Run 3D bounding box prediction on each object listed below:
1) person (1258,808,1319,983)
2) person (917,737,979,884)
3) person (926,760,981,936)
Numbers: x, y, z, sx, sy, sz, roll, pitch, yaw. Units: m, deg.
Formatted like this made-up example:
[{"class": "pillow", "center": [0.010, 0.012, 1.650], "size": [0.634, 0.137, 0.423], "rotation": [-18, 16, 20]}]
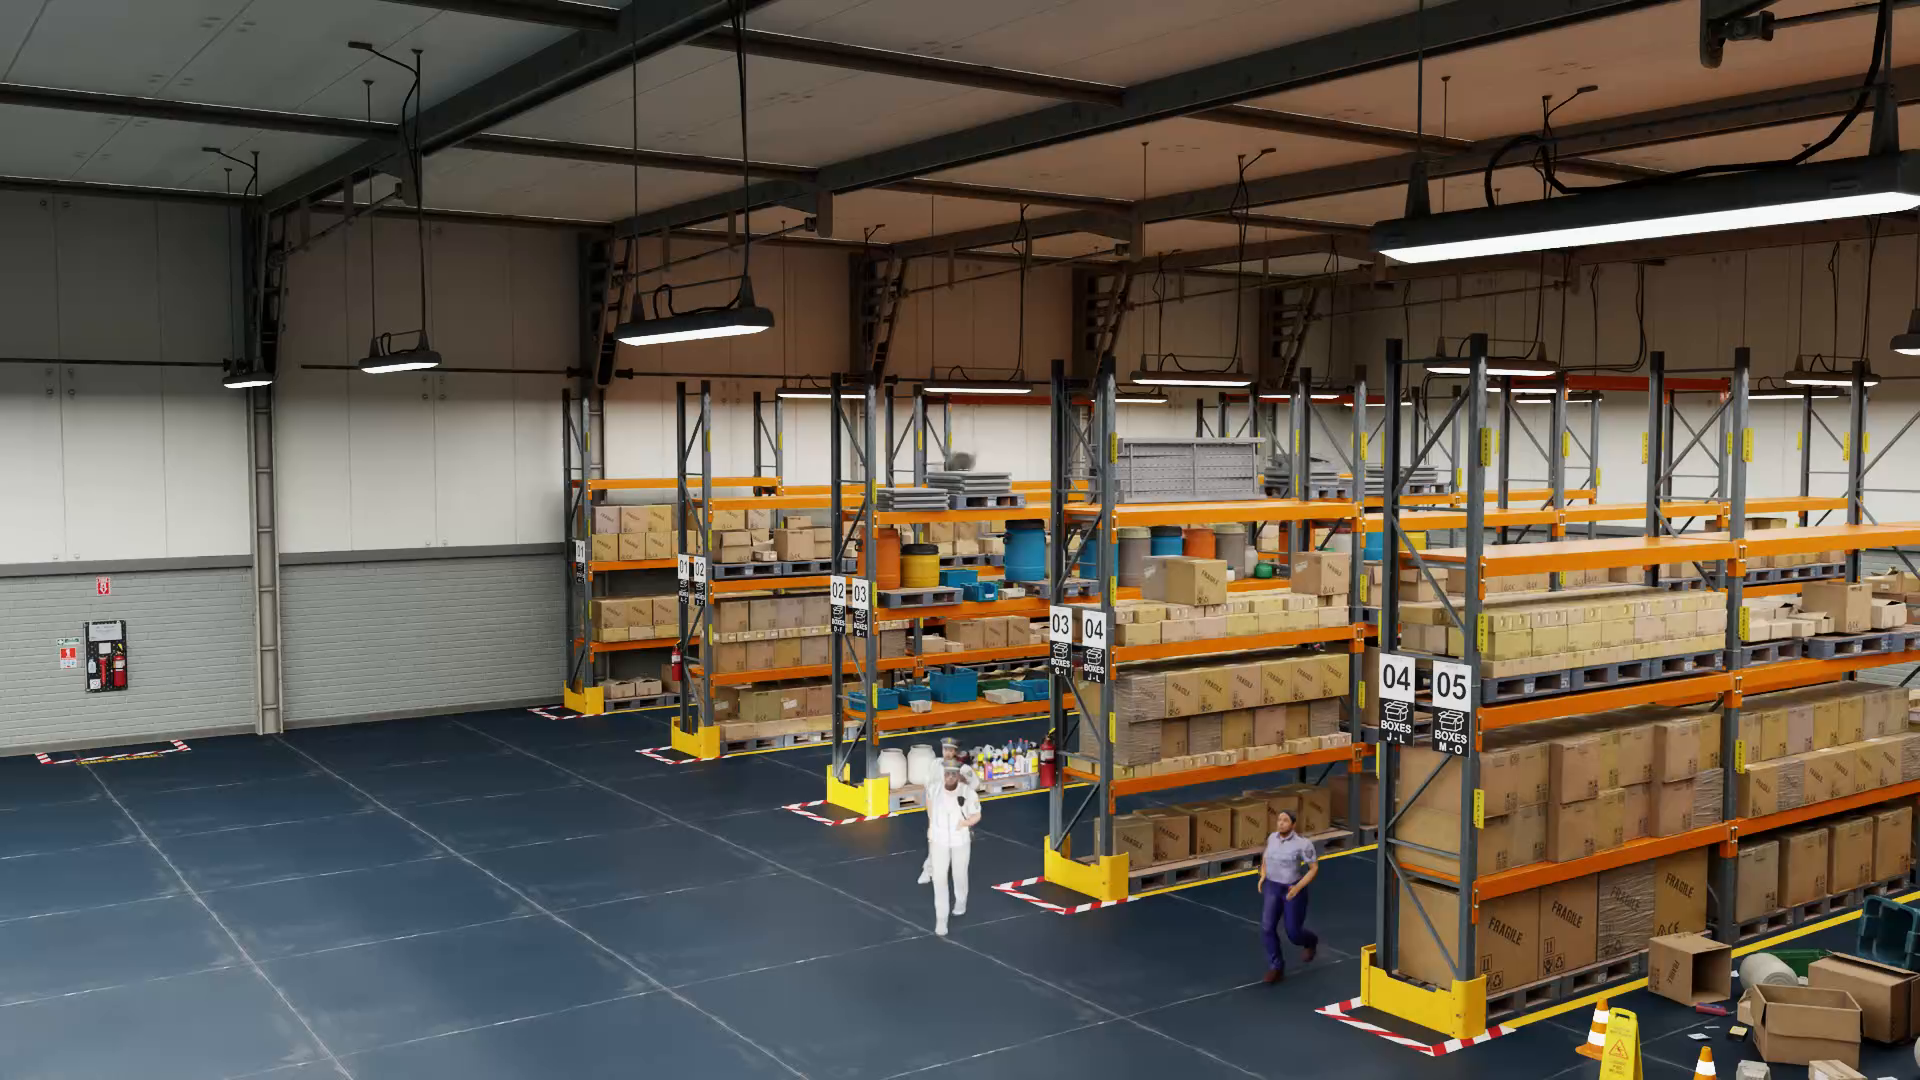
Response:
[{"class": "person", "center": [3.127, 3.347, 15.812], "size": [0.641, 1.600, 0.722], "rotation": [3, 5, 41]}, {"class": "person", "center": [-0.142, 3.108, 19.218], "size": [0.622, 1.705, 0.703], "rotation": [2, 4, 32]}, {"class": "person", "center": [-0.071, 3.179, 17.454], "size": [0.587, 1.829, 0.916], "rotation": [0, 4, 3]}]
